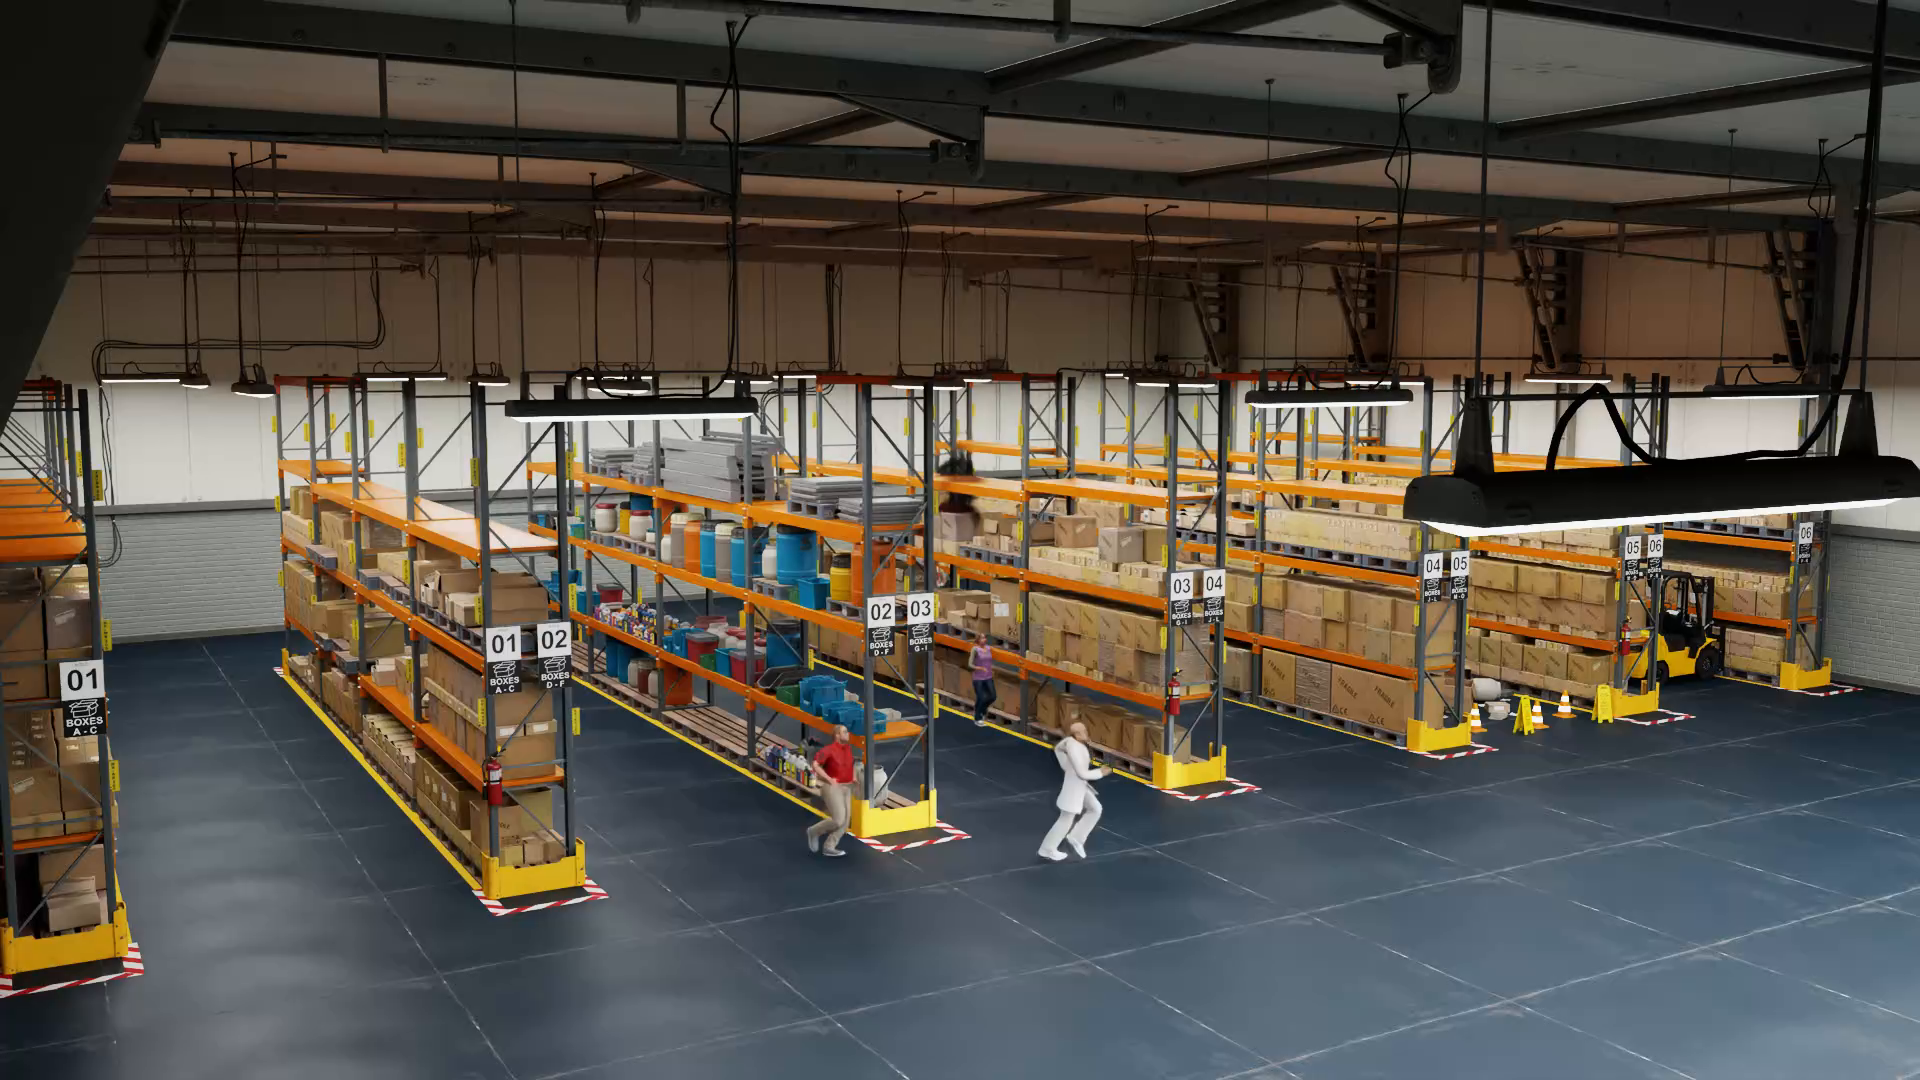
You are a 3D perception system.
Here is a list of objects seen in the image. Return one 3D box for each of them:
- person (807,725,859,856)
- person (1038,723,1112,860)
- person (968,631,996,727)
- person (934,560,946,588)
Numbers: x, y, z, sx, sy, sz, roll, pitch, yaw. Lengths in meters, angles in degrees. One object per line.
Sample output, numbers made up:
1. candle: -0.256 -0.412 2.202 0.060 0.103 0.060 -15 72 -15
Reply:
1. person: -1.560 3.191 21.253 0.548 1.663 0.723 4 8 34
2. person: 1.451 3.158 20.960 0.929 1.766 0.732 0 6 5
3. person: 0.403 2.285 27.210 0.526 1.575 0.512 -4 8 -35
4. person: -0.641 1.254 38.273 0.673 1.823 0.855 -4 7 -31
